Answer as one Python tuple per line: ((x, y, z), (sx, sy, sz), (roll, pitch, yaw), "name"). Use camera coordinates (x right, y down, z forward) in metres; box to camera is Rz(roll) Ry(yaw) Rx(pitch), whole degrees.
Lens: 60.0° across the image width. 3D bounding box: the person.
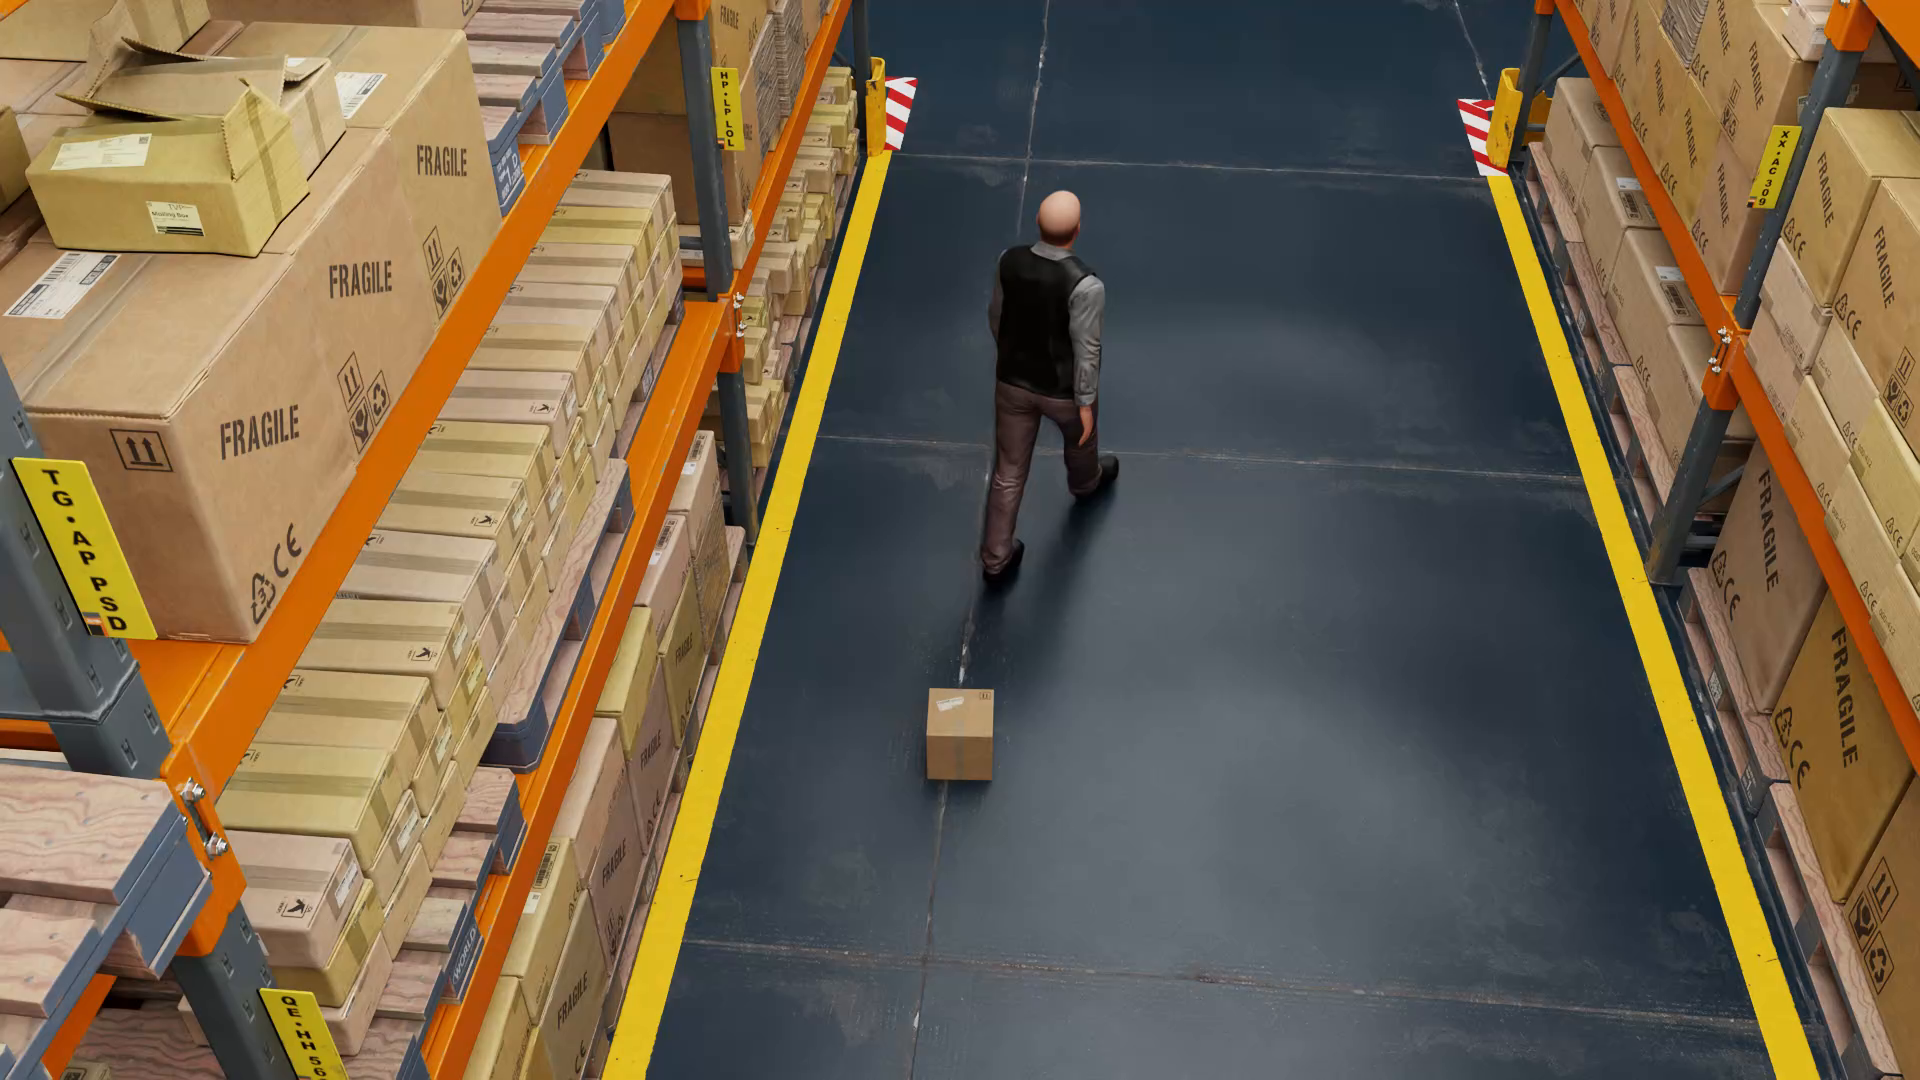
((0.367, -0.704, 7.029), (0.565, 1.661, 1.056), (17, 43, 20), "person")
